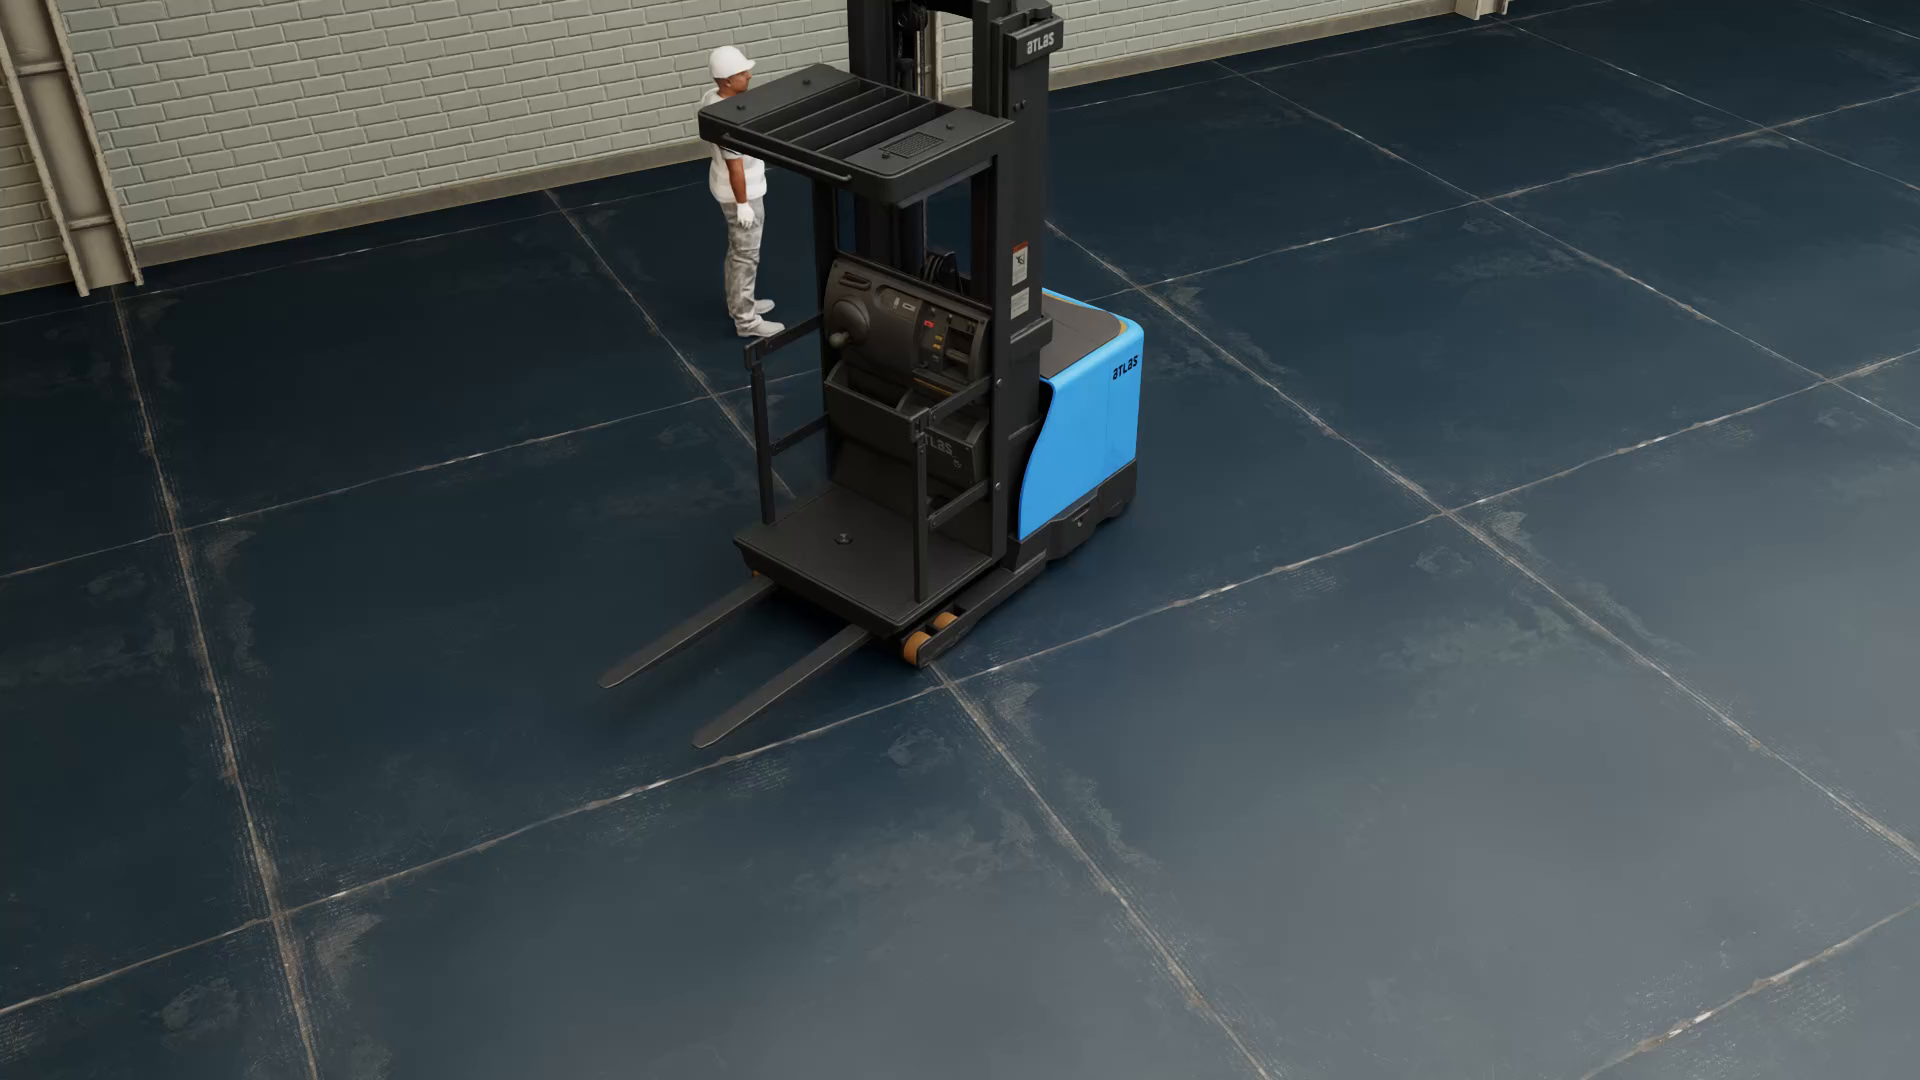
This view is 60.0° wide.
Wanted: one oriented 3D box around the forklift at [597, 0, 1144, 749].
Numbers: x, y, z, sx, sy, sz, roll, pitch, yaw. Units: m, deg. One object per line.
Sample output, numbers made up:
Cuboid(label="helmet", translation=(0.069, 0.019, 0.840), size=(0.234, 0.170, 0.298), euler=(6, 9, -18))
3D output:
Cuboid(label="forklift", translation=(-0.390, -0.927, 7.434), size=(1.130, 2.935, 3.031), euler=(26, 43, 31))

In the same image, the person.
Cuboid(label="person", translation=(-1.333, -2.121, 10.118), size=(0.361, 1.789, 0.582), euler=(-10, 36, -13))
